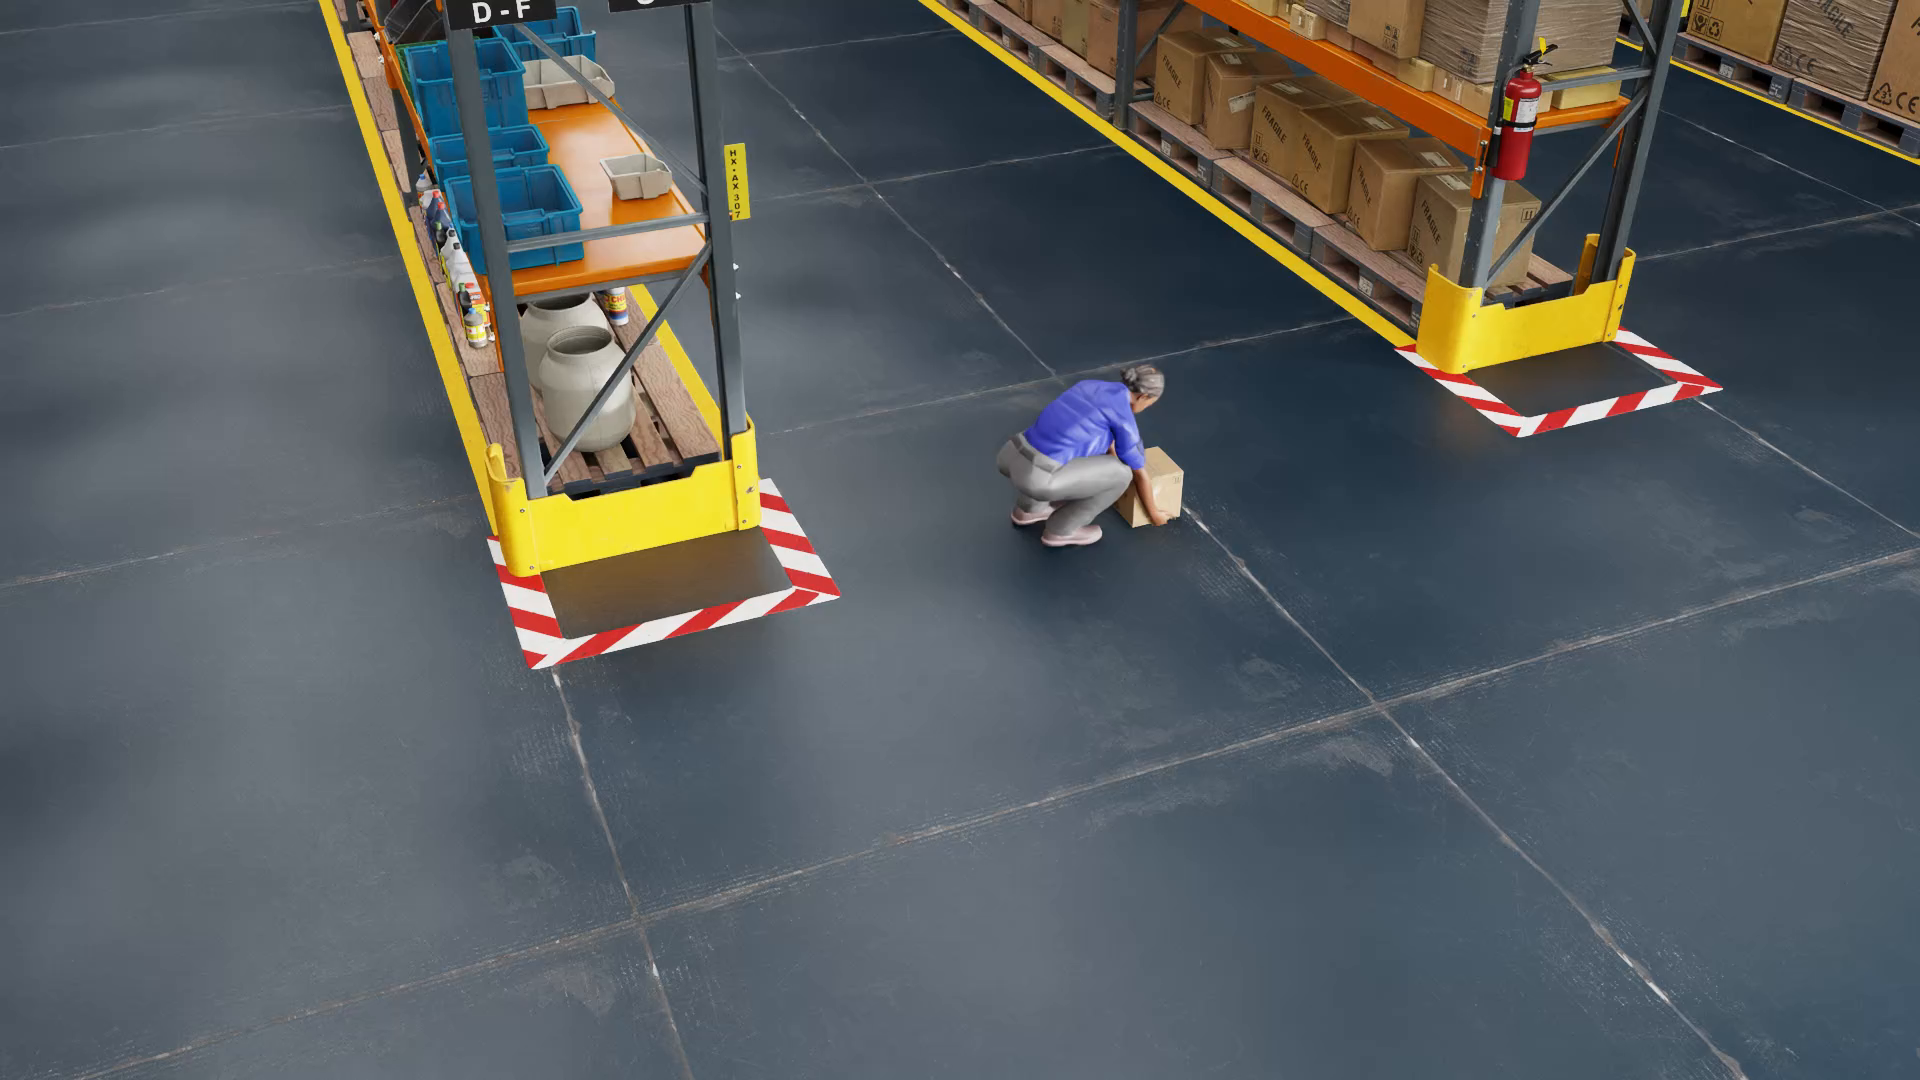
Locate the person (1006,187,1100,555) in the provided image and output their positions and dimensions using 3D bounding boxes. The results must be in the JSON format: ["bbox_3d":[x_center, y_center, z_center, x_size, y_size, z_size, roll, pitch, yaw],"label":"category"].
[{"bbox_3d":[0.399,-0.731,7.243,0.348,1.654,0.509,-14,36,-20],"label":"person"}]
